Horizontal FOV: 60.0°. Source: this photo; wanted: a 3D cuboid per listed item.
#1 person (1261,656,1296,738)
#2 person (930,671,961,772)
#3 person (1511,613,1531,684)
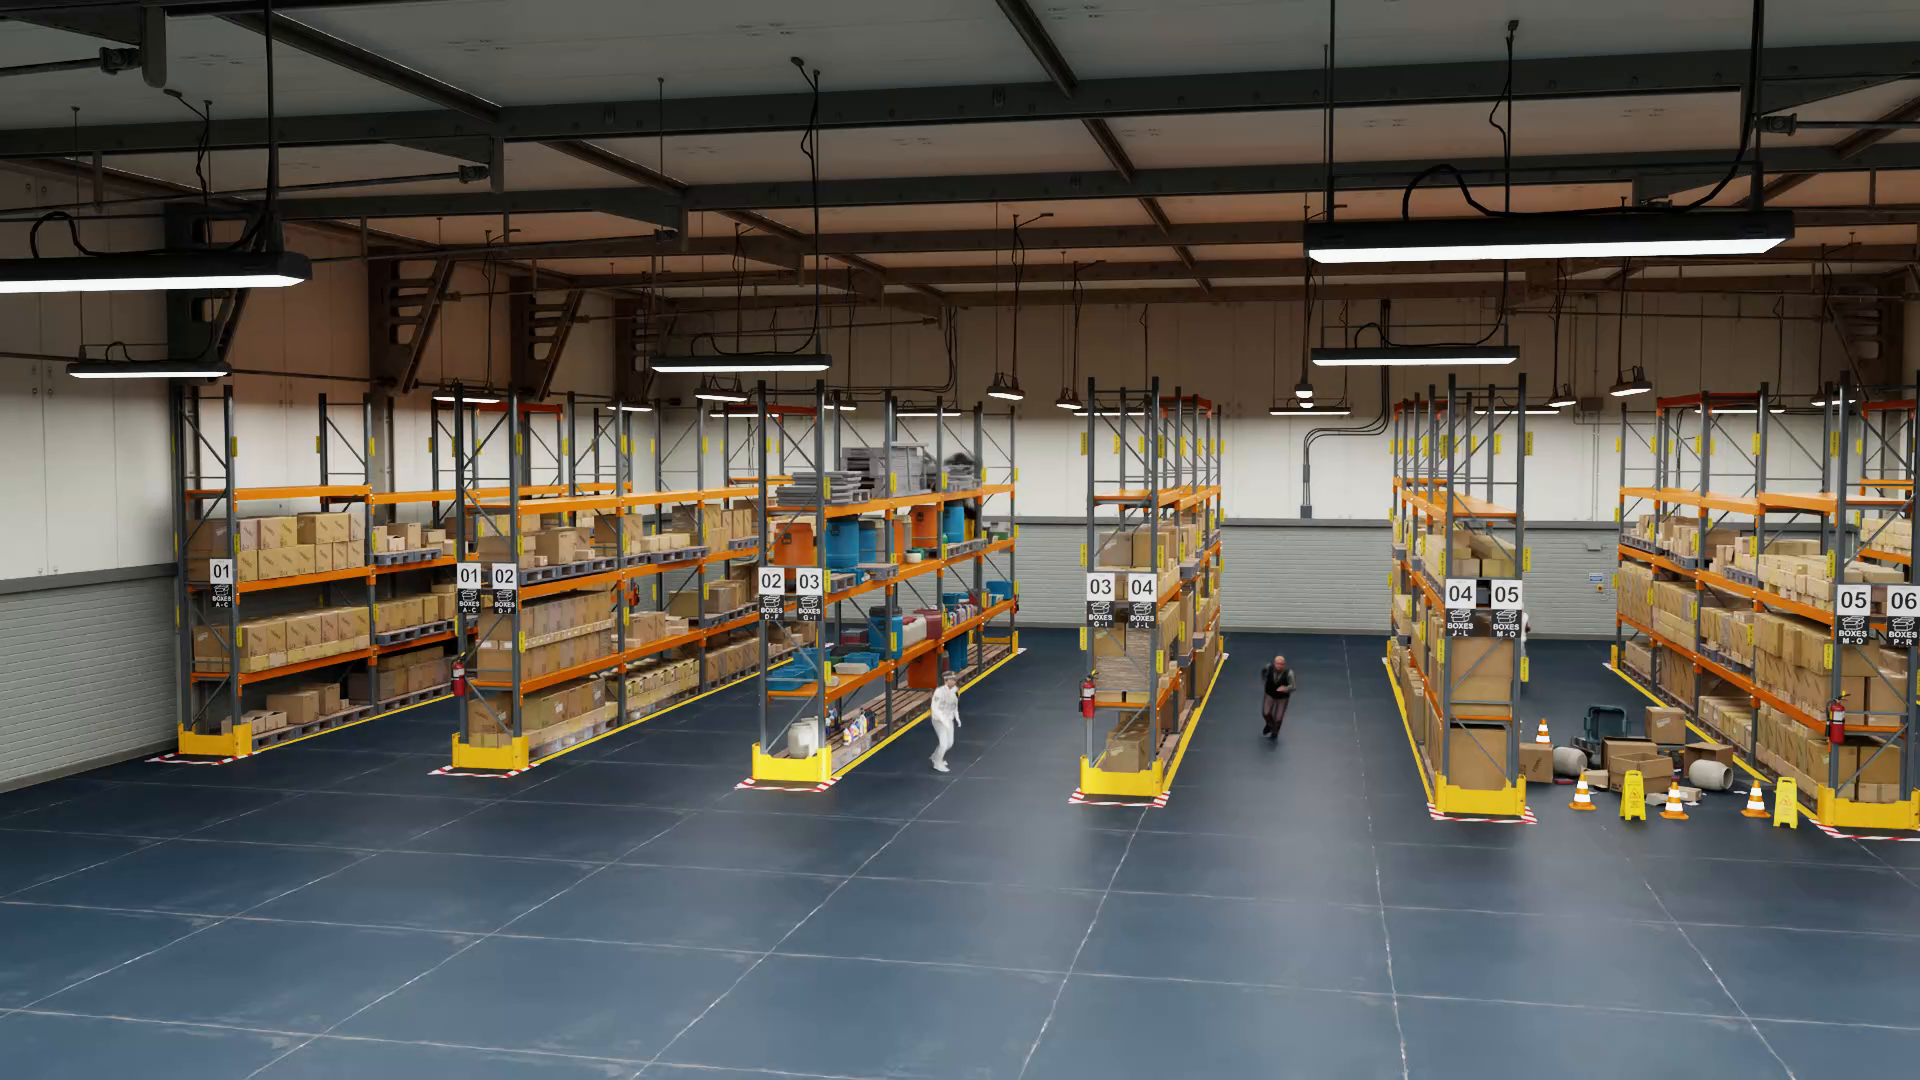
[{"bbox_3d":[5.387,2.668,28.226,0.656,1.484,1.011,1,3,17],"label":"person"},{"bbox_3d":[-0.290,2.776,25.615,0.720,1.609,0.589,3,4,44],"label":"person"},{"bbox_3d":[11.683,2.156,34.895,0.647,1.791,0.972,0,3,2],"label":"person"}]
